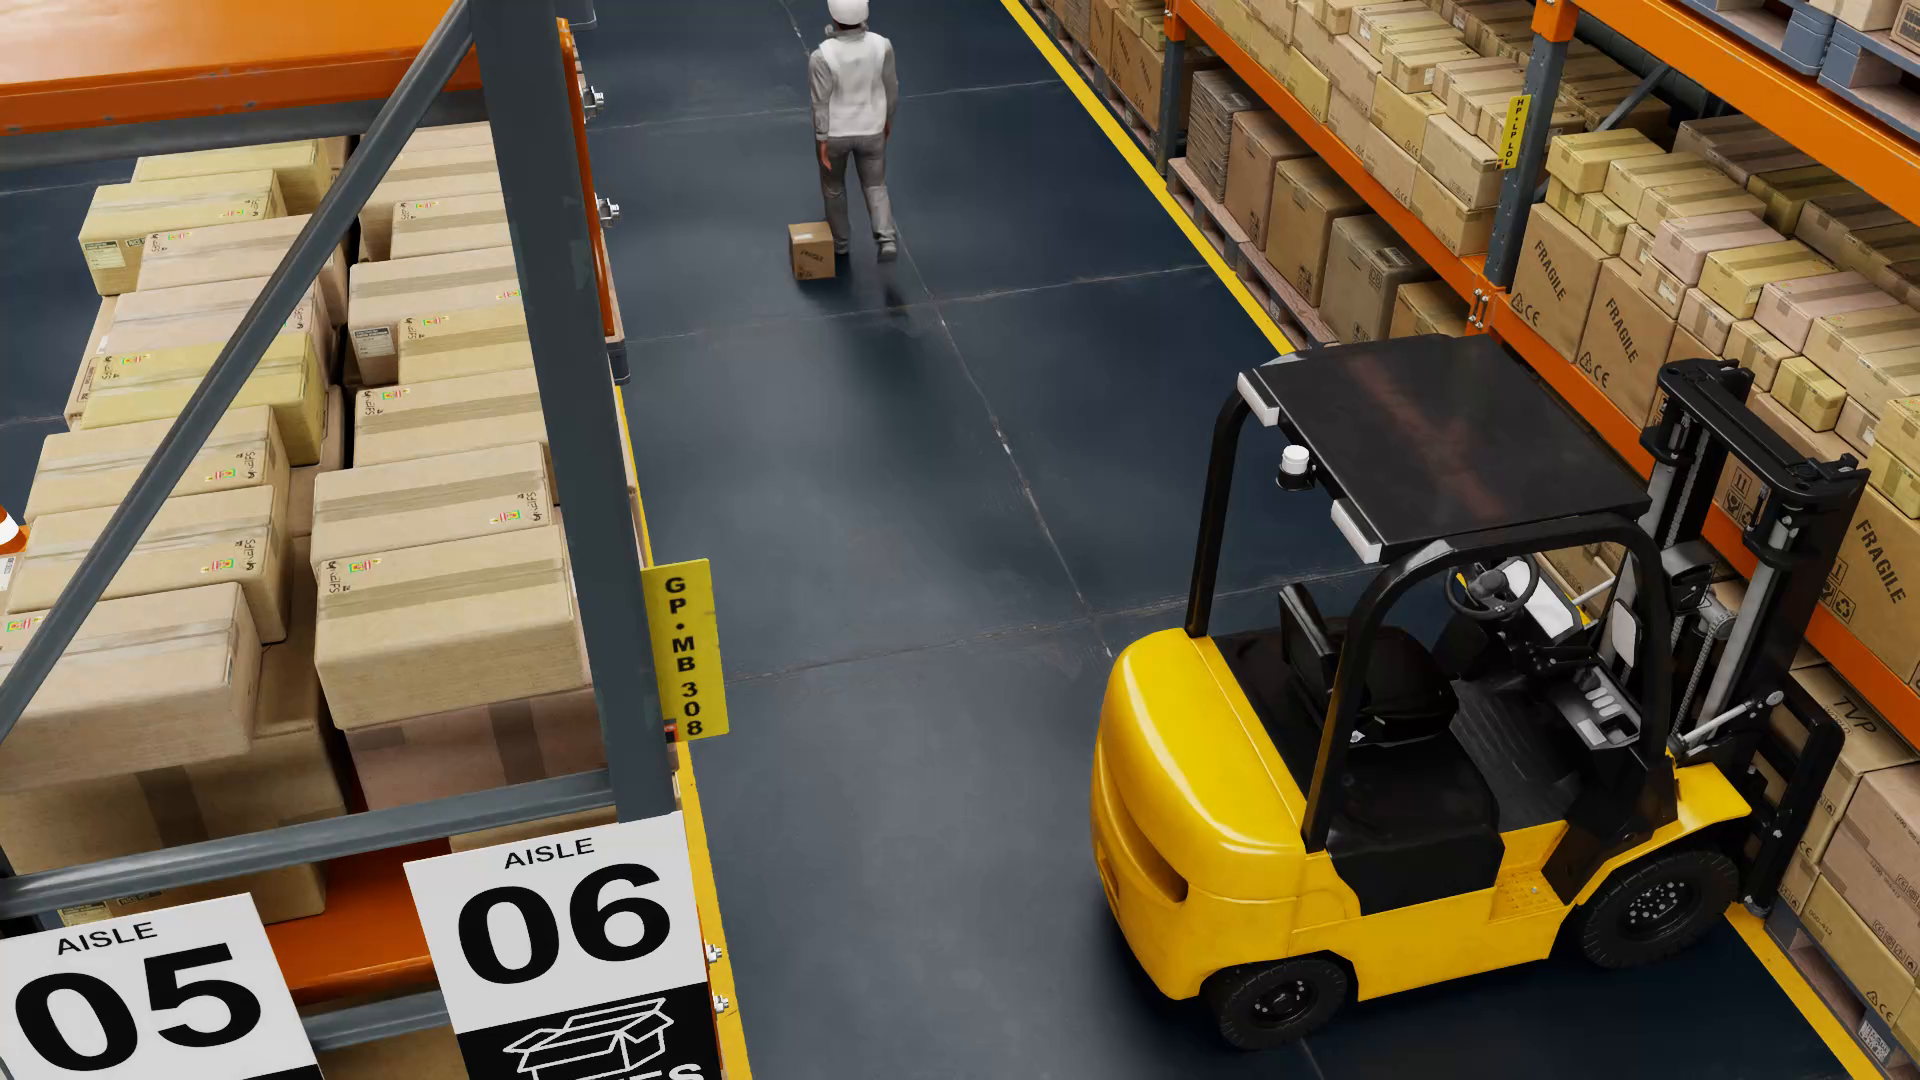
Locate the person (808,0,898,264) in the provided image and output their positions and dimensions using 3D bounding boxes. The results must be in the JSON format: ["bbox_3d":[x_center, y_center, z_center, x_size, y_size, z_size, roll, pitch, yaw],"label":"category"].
[{"bbox_3d":[-0.614,-2.416,9.787,0.540,1.745,0.830,-12,39,-14],"label":"person"}]
